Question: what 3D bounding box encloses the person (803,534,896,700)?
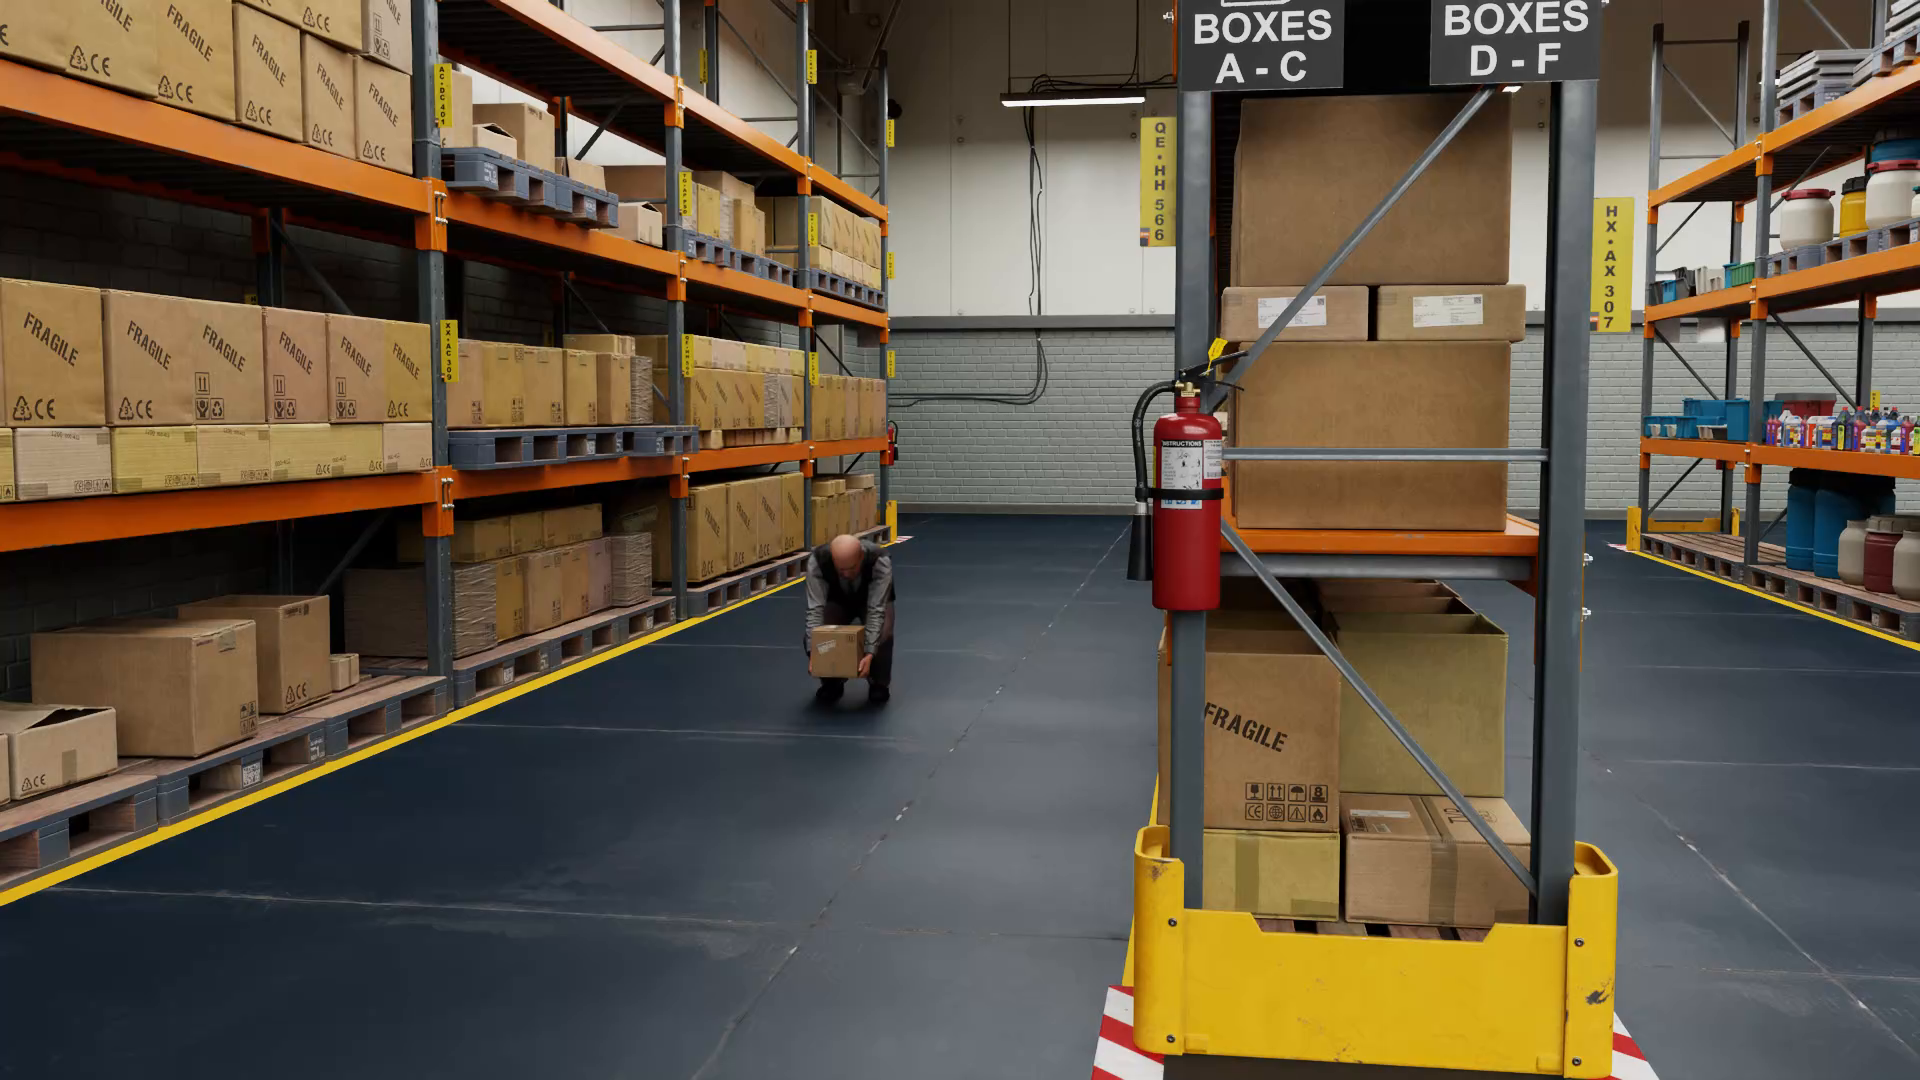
[{"bbox_3d":[-0.609,0.426,9.289,0.513,0.958,0.887,1,4,7],"label":"person"}]
